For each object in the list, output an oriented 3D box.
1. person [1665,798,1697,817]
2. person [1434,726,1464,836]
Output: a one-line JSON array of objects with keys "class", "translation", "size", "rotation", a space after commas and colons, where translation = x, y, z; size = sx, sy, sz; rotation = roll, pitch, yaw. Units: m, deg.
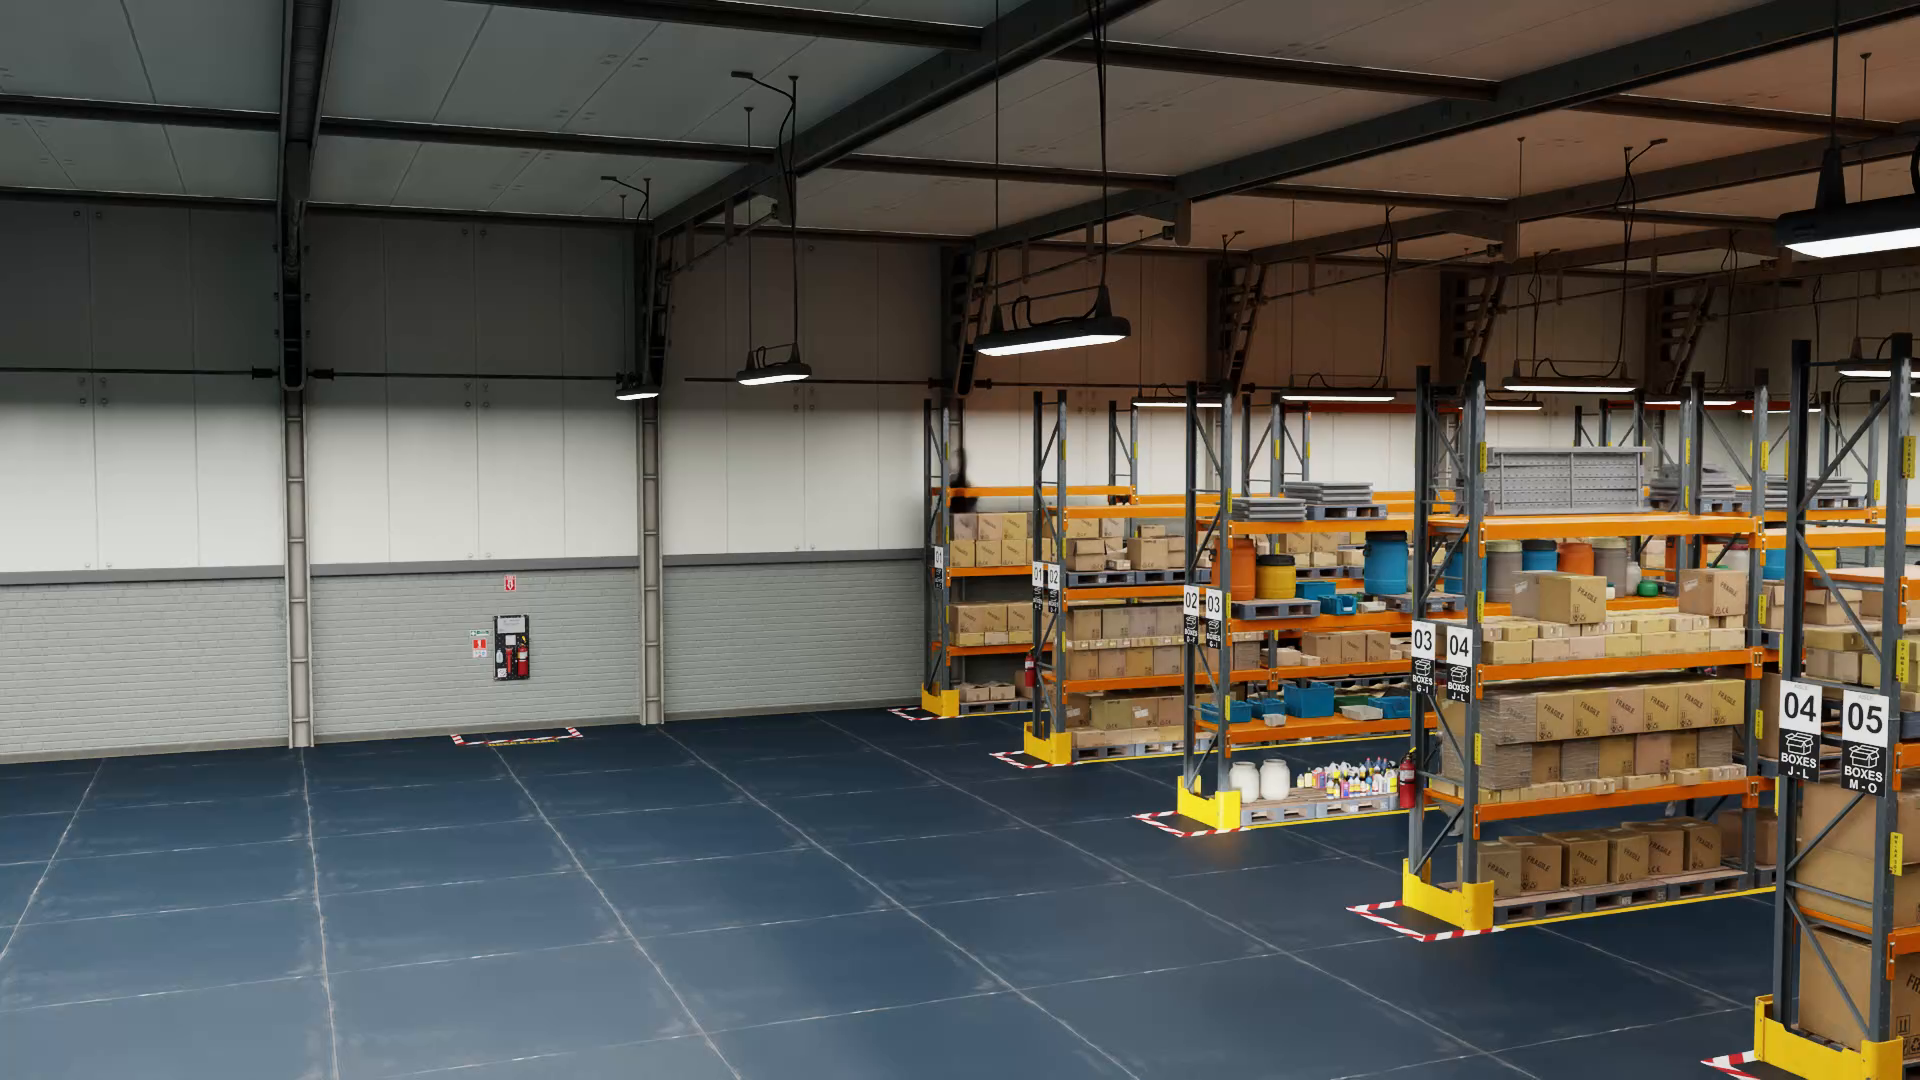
[{"class": "person", "translation": [9.927, 2.976, 22.903], "size": [0.694, 1.713, 0.557], "rotation": [-3, 4, -39]}, {"class": "person", "translation": [6.577, 3.148, 21.814], "size": [0.915, 1.484, 0.578], "rotation": [-2, 4, -33]}]
